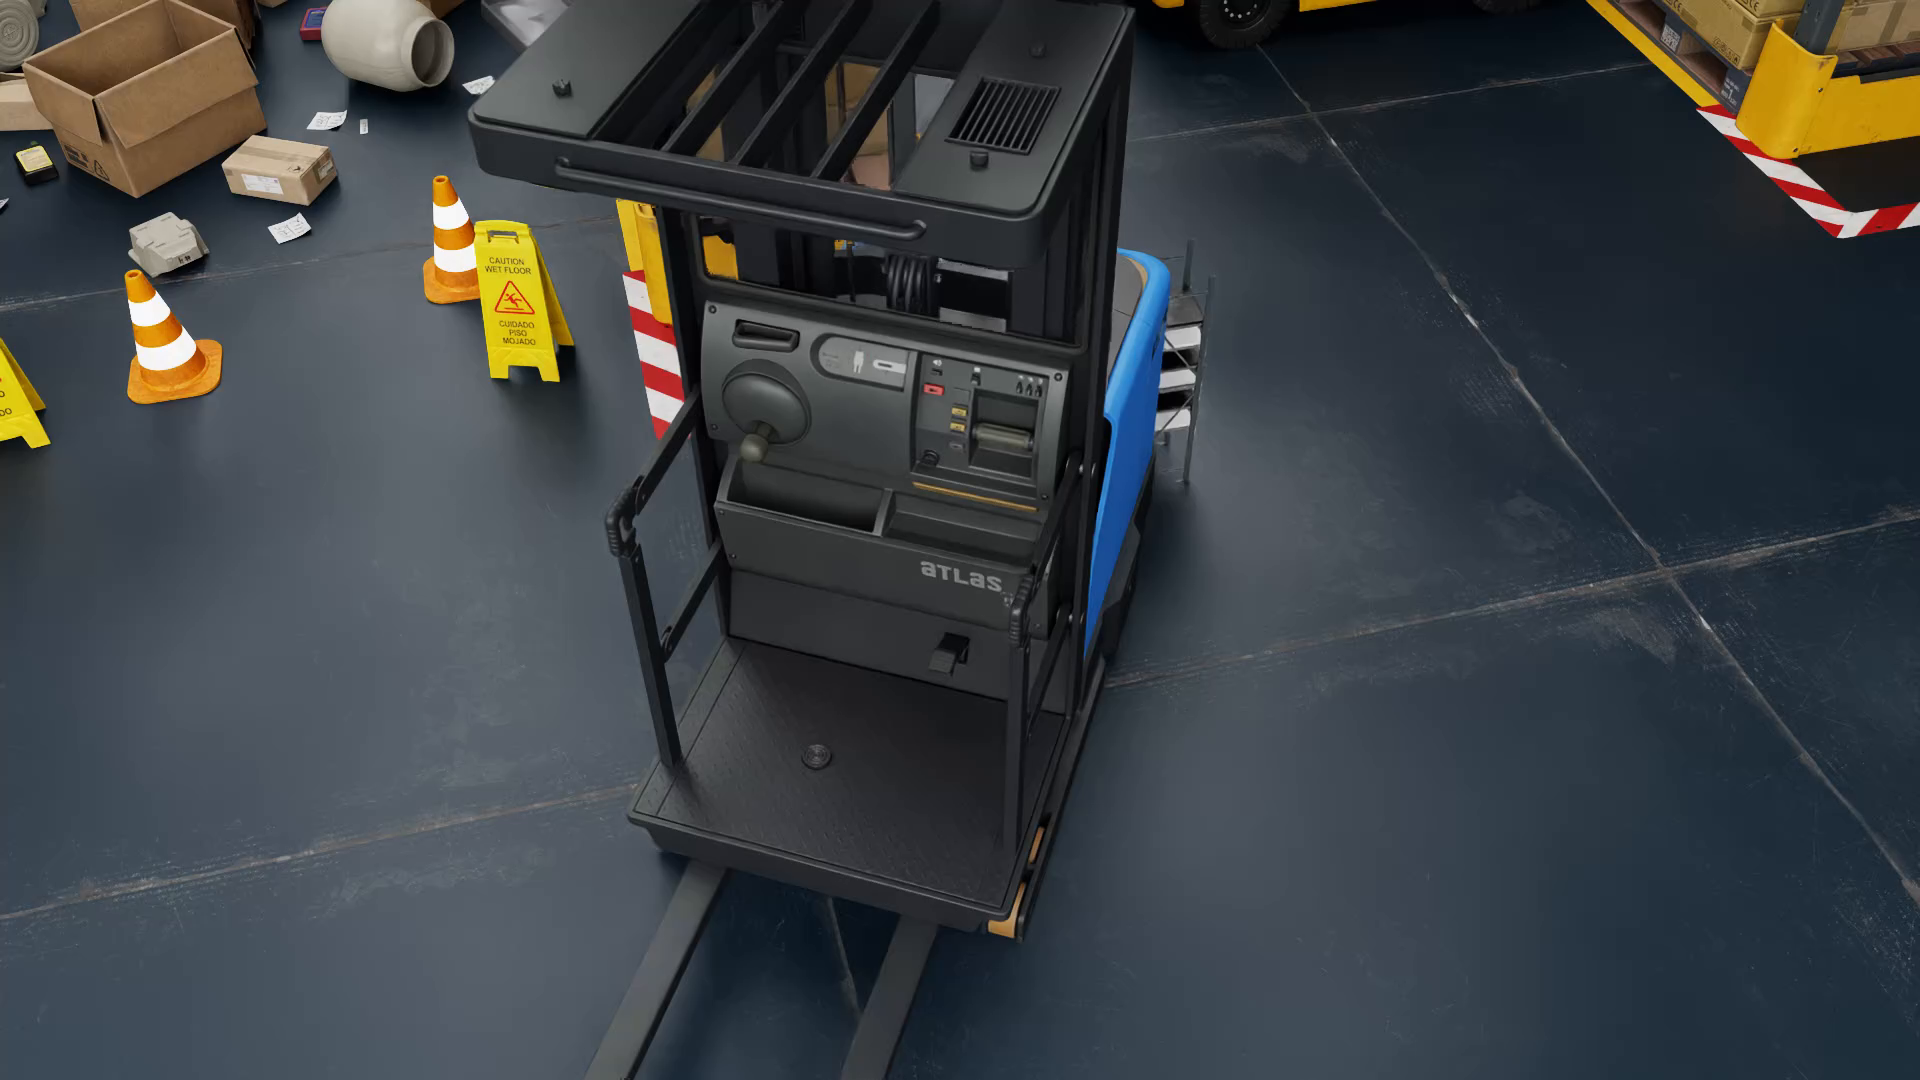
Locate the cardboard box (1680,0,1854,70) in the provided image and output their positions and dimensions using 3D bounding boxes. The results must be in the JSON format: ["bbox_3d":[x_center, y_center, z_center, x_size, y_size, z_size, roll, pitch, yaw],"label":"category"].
[{"bbox_3d":[3.708,-2.431,7.663,0.500,0.250,0.500,-10,46,-10],"label":"cardboard box"}]

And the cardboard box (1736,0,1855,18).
[{"bbox_3d":[3.707,-2.618,7.497,0.500,0.250,0.500,-11,47,-11],"label":"cardboard box"}]

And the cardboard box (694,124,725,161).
[{"bbox_3d":[-1.137,-1.779,7.025,0.500,0.250,0.500,-11,47,-11],"label":"cardboard box"}]

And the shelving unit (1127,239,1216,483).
[{"bbox_3d":[0.677,-0.581,5.689,0.258,0.900,0.210,-10,46,-10],"label":"shelving unit"}]

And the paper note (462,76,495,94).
[{"bbox_3d":[-2.249,-2.142,7.828,0.142,0.019,0.148,-26,51,-24],"label":"paper note"}]

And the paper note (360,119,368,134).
[{"bbox_3d":[-2.723,-1.890,7.595,0.032,0.001,0.123,-11,47,-10],"label":"paper note"}]

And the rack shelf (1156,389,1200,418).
[{"bbox_3d":[0.677,-0.494,5.777,0.258,0.077,0.200,-10,46,-10],"label":"rack shelf"}]

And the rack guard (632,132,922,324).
[{"bbox_3d":[-0.683,-1.247,6.622,1.175,0.500,0.348,-11,47,-10],"label":"rack guard"}]

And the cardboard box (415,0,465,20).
[{"bbox_3d":[-2.728,-2.968,8.307,0.500,0.500,0.500,19,48,17],"label":"cardboard box"}]

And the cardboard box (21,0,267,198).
[{"bbox_3d":[-3.560,-1.945,7.304,0.637,0.503,0.797,27,51,24],"label":"cardboard box"}]

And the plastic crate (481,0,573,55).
[{"bbox_3d":[-2.078,-2.575,8.218,0.402,0.080,0.583,-26,51,-24],"label":"plastic crate"}]

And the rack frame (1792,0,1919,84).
[{"bbox_3d":[4.134,-2.980,6.570,1.000,3.000,0.127,-11,47,-10],"label":"rack frame"}]

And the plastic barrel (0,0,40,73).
[{"bbox_3d":[-4.673,-2.452,7.856,0.512,0.421,0.421,19,48,17],"label":"plastic barrel"}]

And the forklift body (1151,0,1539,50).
[{"bbox_3d":[1.885,-3.658,7.829,2.313,2.155,1.214,-11,47,-10],"label":"forklift body"}]

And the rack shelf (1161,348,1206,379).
[{"bbox_3d":[0.677,-0.620,5.649,0.258,0.077,0.200,-10,46,-10],"label":"rack shelf"}]

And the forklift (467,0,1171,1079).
[{"bbox_3d":[-0.257,-0.241,3.934,1.130,2.935,3.031,12,47,12],"label":"forklift"}]

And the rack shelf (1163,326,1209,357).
[{"bbox_3d":[0.677,-0.683,5.584,0.258,0.077,0.200,-10,46,-10],"label":"rack shelf"}]

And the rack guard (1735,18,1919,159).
[{"bbox_3d":[4.140,-2.088,7.446,1.175,0.500,0.348,-11,47,-10],"label":"rack guard"}]

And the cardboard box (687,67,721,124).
[{"bbox_3d":[-1.121,-2.022,6.737,0.500,0.500,0.500,-10,46,-10],"label":"cardboard box"}]

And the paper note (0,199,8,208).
[{"bbox_3d":[-4.172,-1.419,7.120,0.144,0.017,0.142,4,46,4],"label":"paper note"}]

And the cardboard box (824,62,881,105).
[{"bbox_3d":[-0.609,-2.140,6.853,0.500,0.500,0.500,-12,47,-12],"label":"cardboard box"}]

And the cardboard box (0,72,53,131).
[{"bbox_3d":[-4.226,-2.049,7.572,0.396,0.266,0.258,-3,46,-3],"label":"cardboard box"}]

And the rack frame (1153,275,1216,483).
[{"bbox_3d":[0.701,-0.510,5.620,0.240,0.900,0.006,-10,46,-10],"label":"rack frame"}]

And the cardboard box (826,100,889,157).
[{"bbox_3d":[-0.603,-1.861,7.105,0.500,0.250,0.500,-11,47,-11],"label":"cardboard box"}]

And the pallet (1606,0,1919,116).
[{"bbox_3d":[3.898,-2.524,8.076,1.003,0.211,1.213,-11,47,-10],"label":"pallet"}]

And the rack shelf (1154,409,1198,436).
[{"bbox_3d":[0.677,-0.431,5.841,0.258,0.077,0.200,-10,46,-10],"label":"rack shelf"}]

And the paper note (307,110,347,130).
[{"bbox_3d":[-2.902,-1.929,7.627,0.148,0.019,0.142,4,46,4],"label":"paper note"}]

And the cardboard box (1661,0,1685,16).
[{"bbox_3d":[3.590,-2.776,8.001,0.500,0.250,0.500,-11,47,-10],"label":"cardboard box"}]

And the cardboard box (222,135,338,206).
[{"bbox_3d":[-2.951,-1.607,7.220,0.380,0.149,0.250,11,47,11],"label":"cardboard box"}]

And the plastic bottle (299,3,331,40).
[{"bbox_3d":[-3.170,-2.569,8.224,0.133,0.061,0.283,-3,46,-3],"label":"plastic bottle"}]

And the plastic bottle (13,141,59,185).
[{"bbox_3d":[-4.093,-1.673,7.346,0.133,0.061,0.283,-26,51,-24],"label":"plastic bottle"}]

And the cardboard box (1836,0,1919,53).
[{"bbox_3d":[4.197,-2.539,7.769,0.500,0.250,0.500,-11,47,-10],"label":"cardboard box"}]

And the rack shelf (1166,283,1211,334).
[{"bbox_3d":[0.677,-0.746,5.520,0.258,0.077,0.200,-10,46,-10],"label":"rack shelf"}]

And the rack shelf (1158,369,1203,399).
[{"bbox_3d":[0.677,-0.557,5.713,0.258,0.077,0.200,-10,46,-10],"label":"rack shelf"}]

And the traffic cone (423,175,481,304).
[{"bbox_3d":[-2.020,-1.242,6.644,0.336,0.463,0.334,-11,47,-10],"label":"traffic cone"}]

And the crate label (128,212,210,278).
[{"bbox_3d":[-3.268,-1.222,6.852,0.250,0.136,0.298,-35,55,-30],"label":"crate label"}]

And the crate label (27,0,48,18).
[{"bbox_3d":[-4.727,-2.686,8.286,0.250,0.136,0.298,27,51,24],"label":"crate label"}]

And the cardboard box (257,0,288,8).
[{"bbox_3d":[-3.554,-2.919,8.425,0.396,0.266,0.258,27,51,24],"label":"cardboard box"}]

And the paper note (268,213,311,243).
[{"bbox_3d":[-2.830,-1.319,7.021,0.148,0.019,0.142,-26,51,-24],"label":"paper note"}]

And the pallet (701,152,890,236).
[{"bbox_3d":[-0.857,-1.713,7.281,1.003,0.211,1.213,-11,47,-10],"label":"pallet"}]

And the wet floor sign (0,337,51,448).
[{"bbox_3d":[-3.501,-0.613,5.898,0.267,0.644,0.232,-18,48,-17],"label":"wet floor sign"}]

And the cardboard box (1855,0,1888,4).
[{"bbox_3d":[4.214,-2.702,7.579,0.500,0.250,0.500,-10,46,-10],"label":"cardboard box"}]

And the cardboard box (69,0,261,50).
[{"bbox_3d":[-3.808,-2.637,7.887,0.797,0.637,0.503,-11,47,-10],"label":"cardboard box"}]

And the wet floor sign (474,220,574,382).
[{"bbox_3d":[-1.649,-0.919,6.198,0.267,0.644,0.232,4,46,4],"label":"wet floor sign"}]

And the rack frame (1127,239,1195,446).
[{"bbox_3d":[0.652,-0.651,5.758,0.240,0.900,0.006,-10,46,-10],"label":"rack frame"}]

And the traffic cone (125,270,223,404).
[{"bbox_3d":[-3.006,-0.805,6.215,0.336,0.463,0.334,-11,47,-10],"label":"traffic cone"}]

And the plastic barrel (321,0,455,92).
[{"bbox_3d":[-2.656,-2.317,7.724,0.512,0.421,0.421,19,48,17],"label":"plastic barrel"}]

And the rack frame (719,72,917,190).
[{"bbox_3d":[-0.663,-2.069,5.678,1.000,3.000,0.127,-11,47,-10],"label":"rack frame"}]
